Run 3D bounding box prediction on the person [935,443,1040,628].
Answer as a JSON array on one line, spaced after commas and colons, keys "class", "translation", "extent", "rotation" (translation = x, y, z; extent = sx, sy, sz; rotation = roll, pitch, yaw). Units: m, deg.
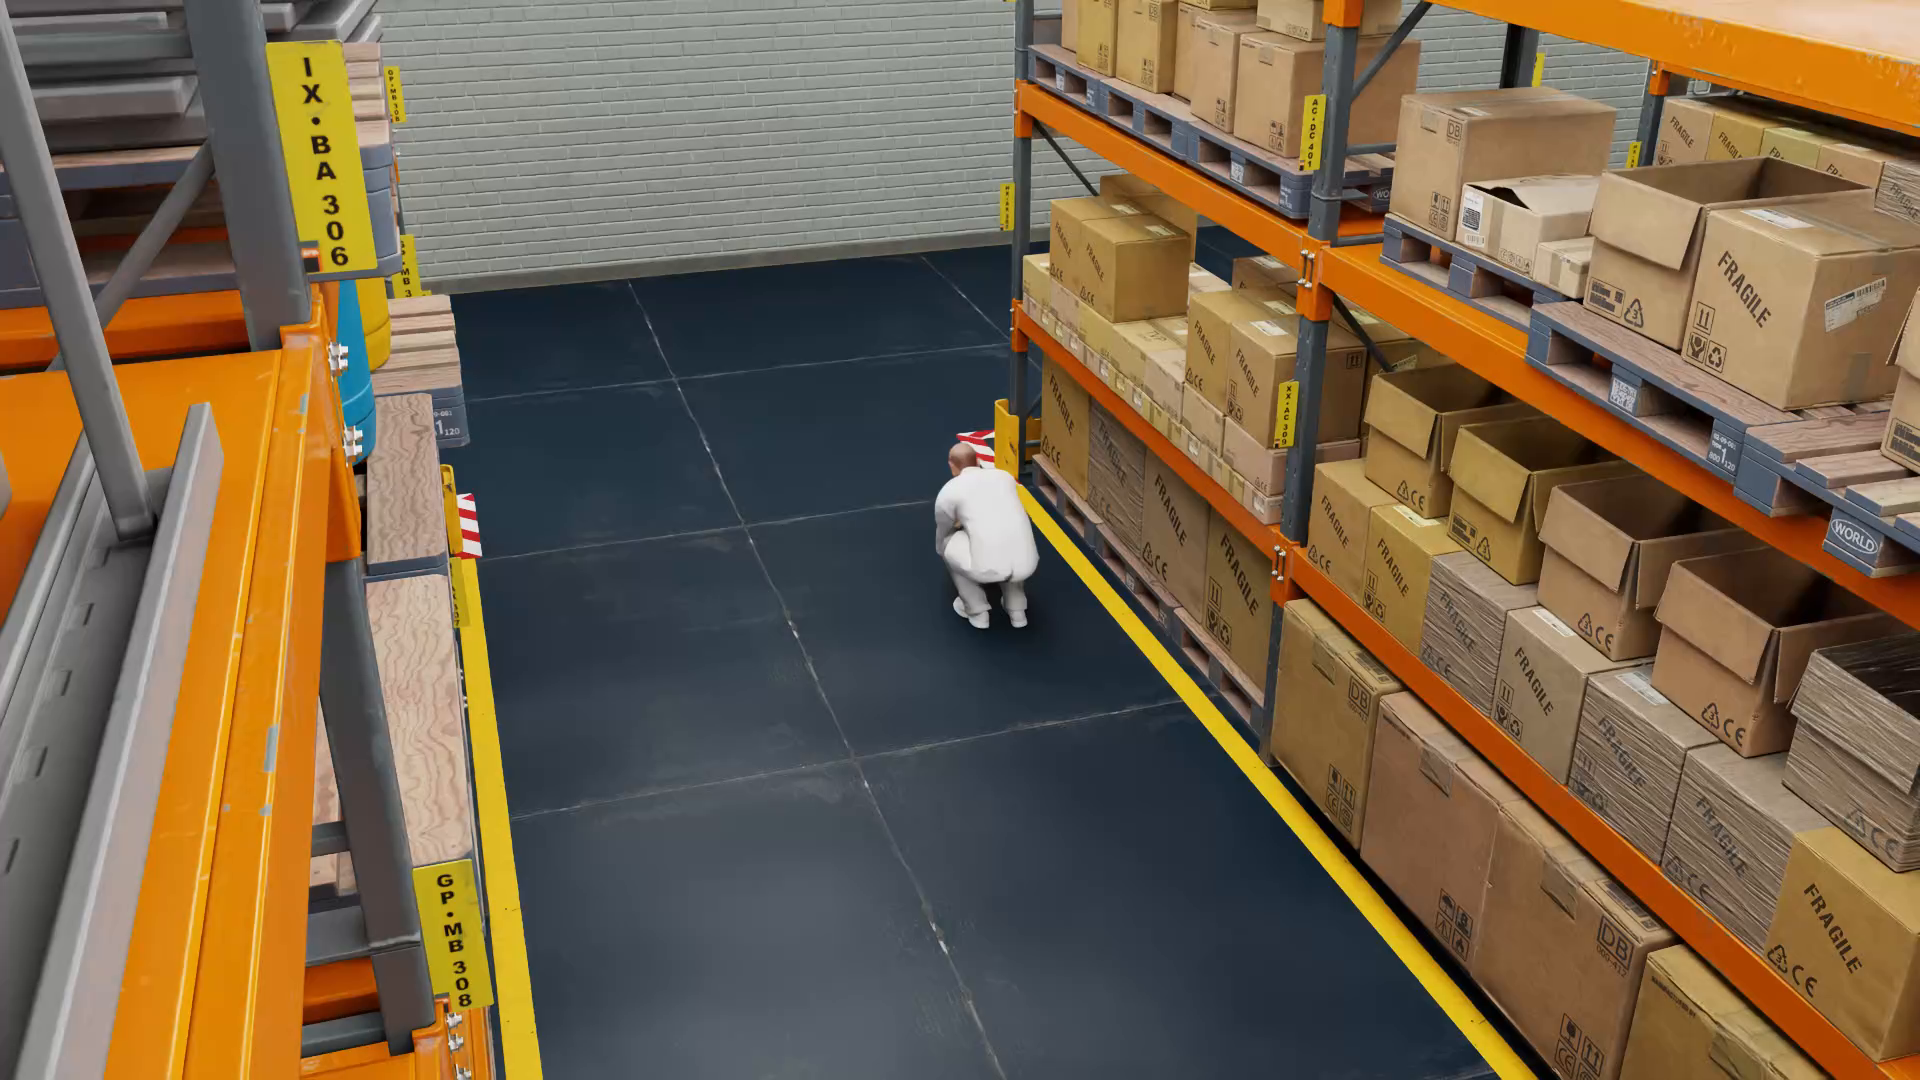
[{"class": "person", "translation": [0.146, -0.034, 10.093], "extent": [0.582, 1.002, 0.925], "rotation": [-9, 27, -17]}]
